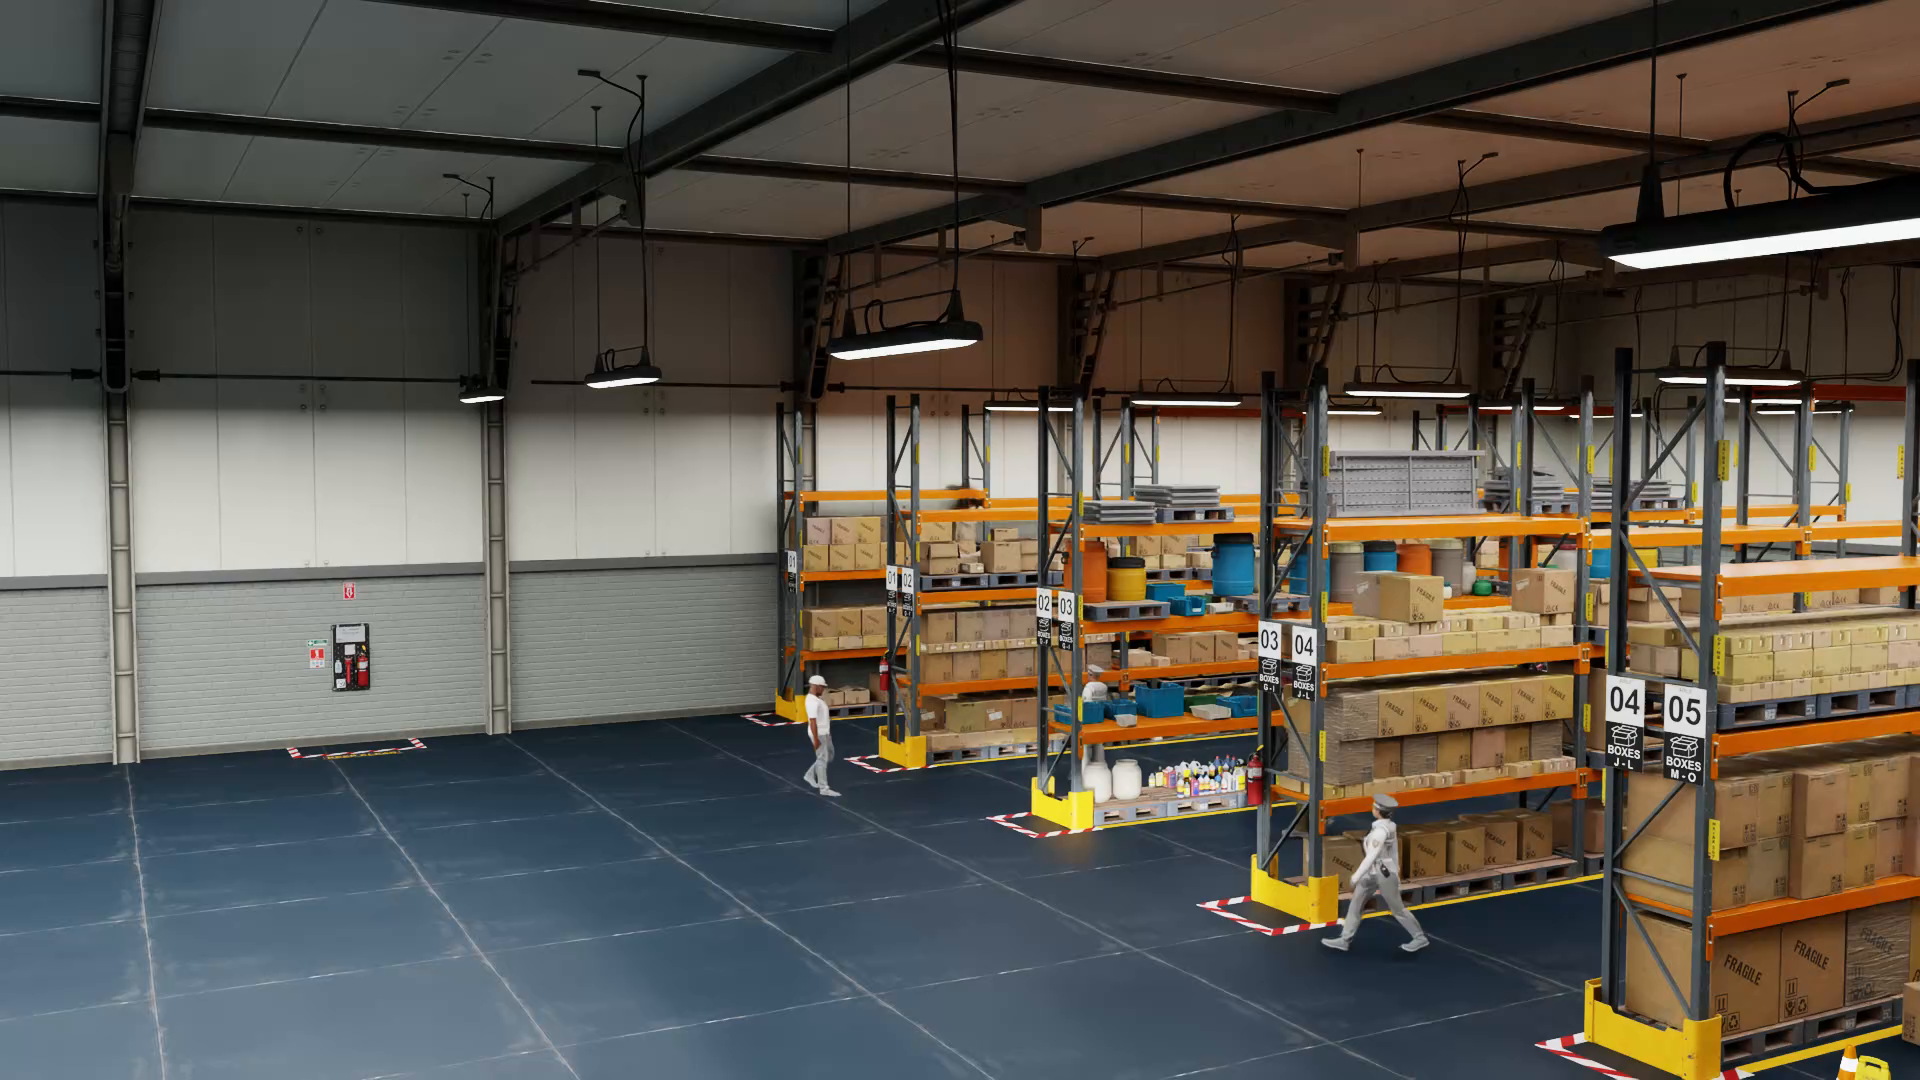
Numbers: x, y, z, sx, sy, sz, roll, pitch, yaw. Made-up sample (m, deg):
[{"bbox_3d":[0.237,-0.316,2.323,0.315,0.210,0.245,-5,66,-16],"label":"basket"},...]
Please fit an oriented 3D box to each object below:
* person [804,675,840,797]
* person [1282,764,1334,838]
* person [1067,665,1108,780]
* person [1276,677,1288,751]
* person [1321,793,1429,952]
[{"bbox_3d":[-2.058,2.894,24.731,0.611,1.776,0.635,0,3,5],"label":"person"},{"bbox_3d":[4.610,3.035,21.953,0.586,1.760,0.621,2,4,34],"label":"person"},{"bbox_3d":[1.983,2.827,25.845,0.548,1.789,0.545,1,4,24],"label":"person"},{"bbox_3d":[5.057,2.888,26.371,0.871,1.542,0.385,-1,3,-14],"label":"person"},{"bbox_3d":[4.232,3.381,16.867,1.046,1.631,0.442,-1,3,-9],"label":"person"}]
